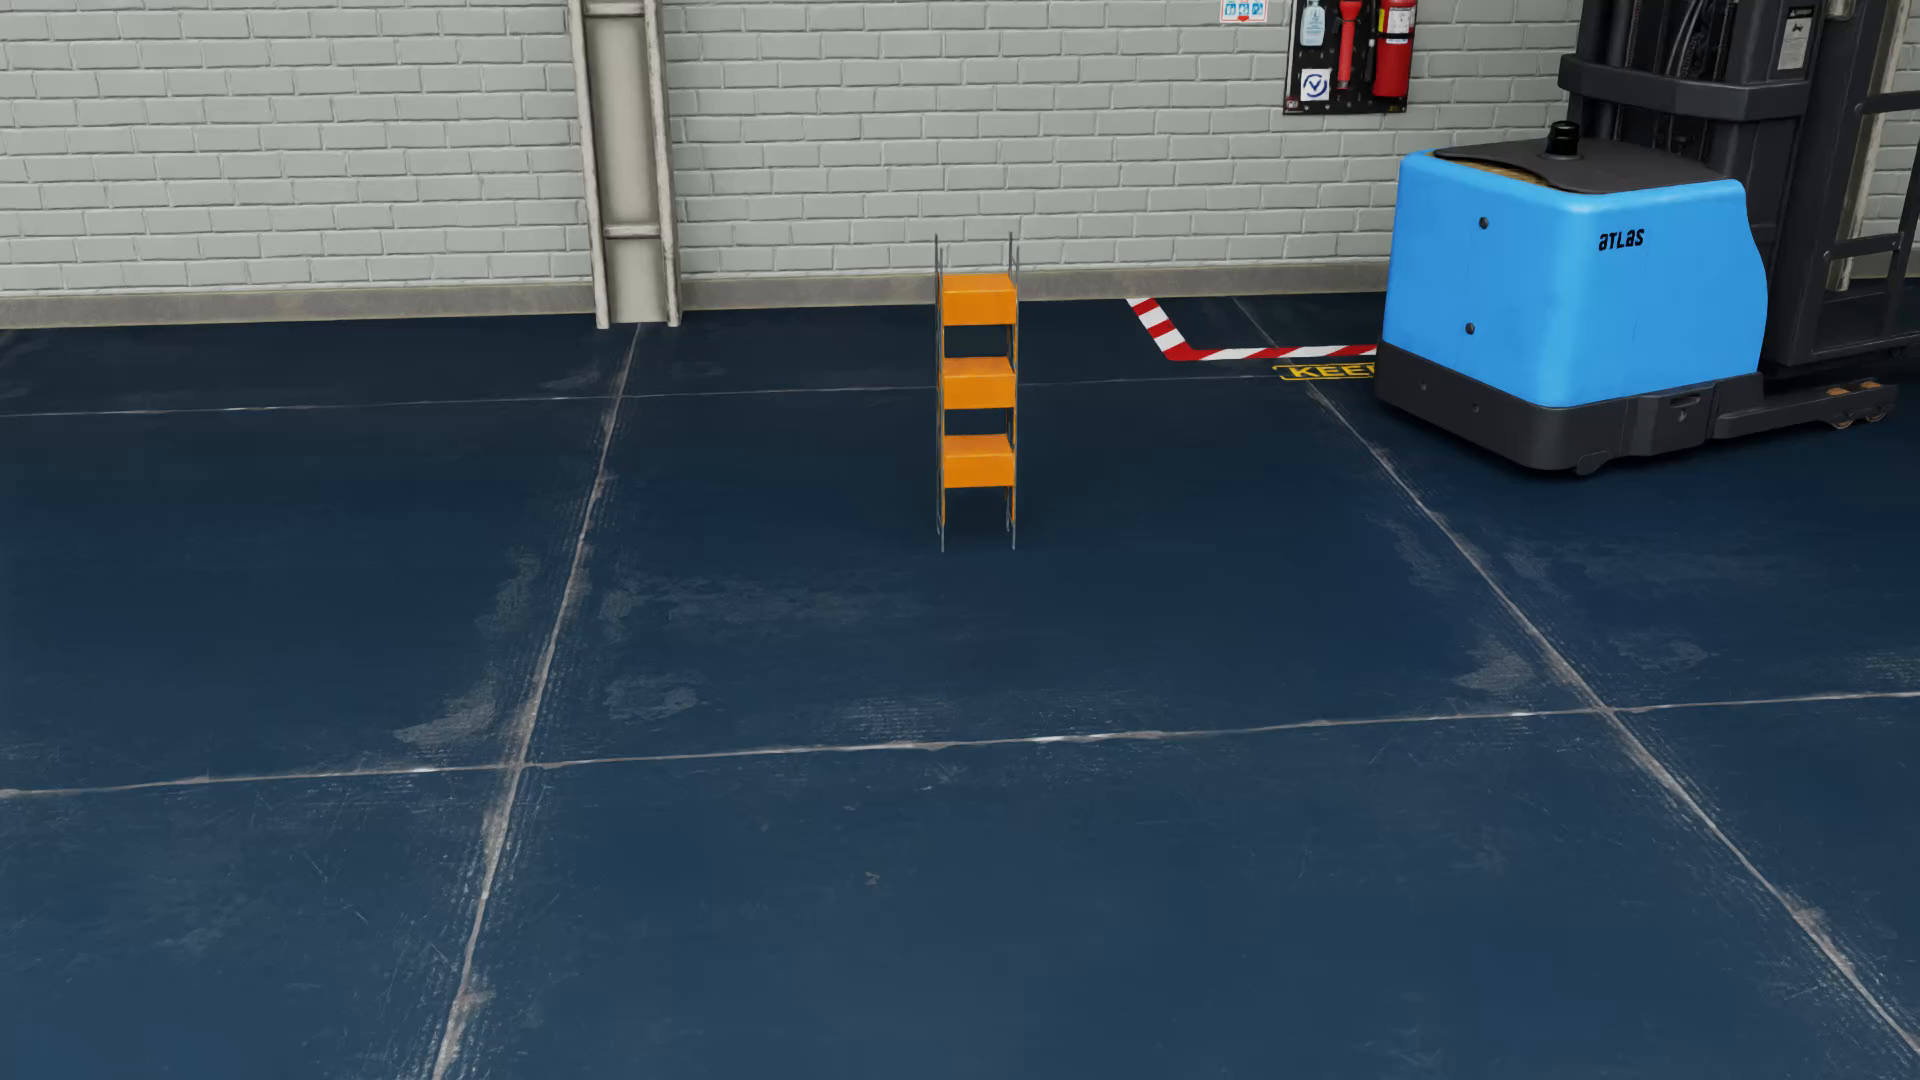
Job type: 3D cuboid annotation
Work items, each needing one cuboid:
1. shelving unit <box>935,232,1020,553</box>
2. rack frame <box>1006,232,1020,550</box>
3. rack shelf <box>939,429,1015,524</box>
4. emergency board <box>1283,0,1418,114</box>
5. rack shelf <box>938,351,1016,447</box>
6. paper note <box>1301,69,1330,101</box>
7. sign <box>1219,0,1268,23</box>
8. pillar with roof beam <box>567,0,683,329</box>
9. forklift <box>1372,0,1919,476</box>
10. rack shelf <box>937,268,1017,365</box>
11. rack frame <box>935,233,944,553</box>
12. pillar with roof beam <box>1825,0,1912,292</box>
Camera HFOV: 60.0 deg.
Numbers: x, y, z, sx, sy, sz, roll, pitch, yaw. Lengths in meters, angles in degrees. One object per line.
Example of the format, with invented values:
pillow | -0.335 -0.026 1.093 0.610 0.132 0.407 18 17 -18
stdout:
shelving unit | 0.053 -0.482 5.542 0.252 1.050 0.215 -2 24 -5
rack frame | 0.175 -0.487 5.553 0.008 1.050 0.200 -2 24 -5
rack shelf | 0.053 -0.218 5.659 0.240 0.259 0.215 -2 24 -5
emergency board | 1.932 -2.621 7.954 0.643 1.169 0.194 -2 24 -5
rack shelf | 0.053 -0.472 5.546 0.240 0.259 0.215 -2 24 -5
paper note | 1.749 -2.240 8.180 0.142 0.148 0.016 -2 24 -5
sign | 1.371 -2.657 7.991 0.234 0.329 0.001 -2 24 -5
pillar with roof beam | -1.153 -3.466 2.469 0.400 9.000 9.100 -2 24 -5
forklift | 3.279 -1.972 6.579 3.031 2.935 1.130 -11 26 -23
rack shelf | 0.053 -0.732 5.431 0.240 0.259 0.215 -2 24 -5
rack frame | -0.068 -0.477 5.531 0.008 1.050 0.200 -2 24 -5
pillar with roof beam | 4.818 -3.706 3.008 0.400 9.000 9.100 -2 24 -5
